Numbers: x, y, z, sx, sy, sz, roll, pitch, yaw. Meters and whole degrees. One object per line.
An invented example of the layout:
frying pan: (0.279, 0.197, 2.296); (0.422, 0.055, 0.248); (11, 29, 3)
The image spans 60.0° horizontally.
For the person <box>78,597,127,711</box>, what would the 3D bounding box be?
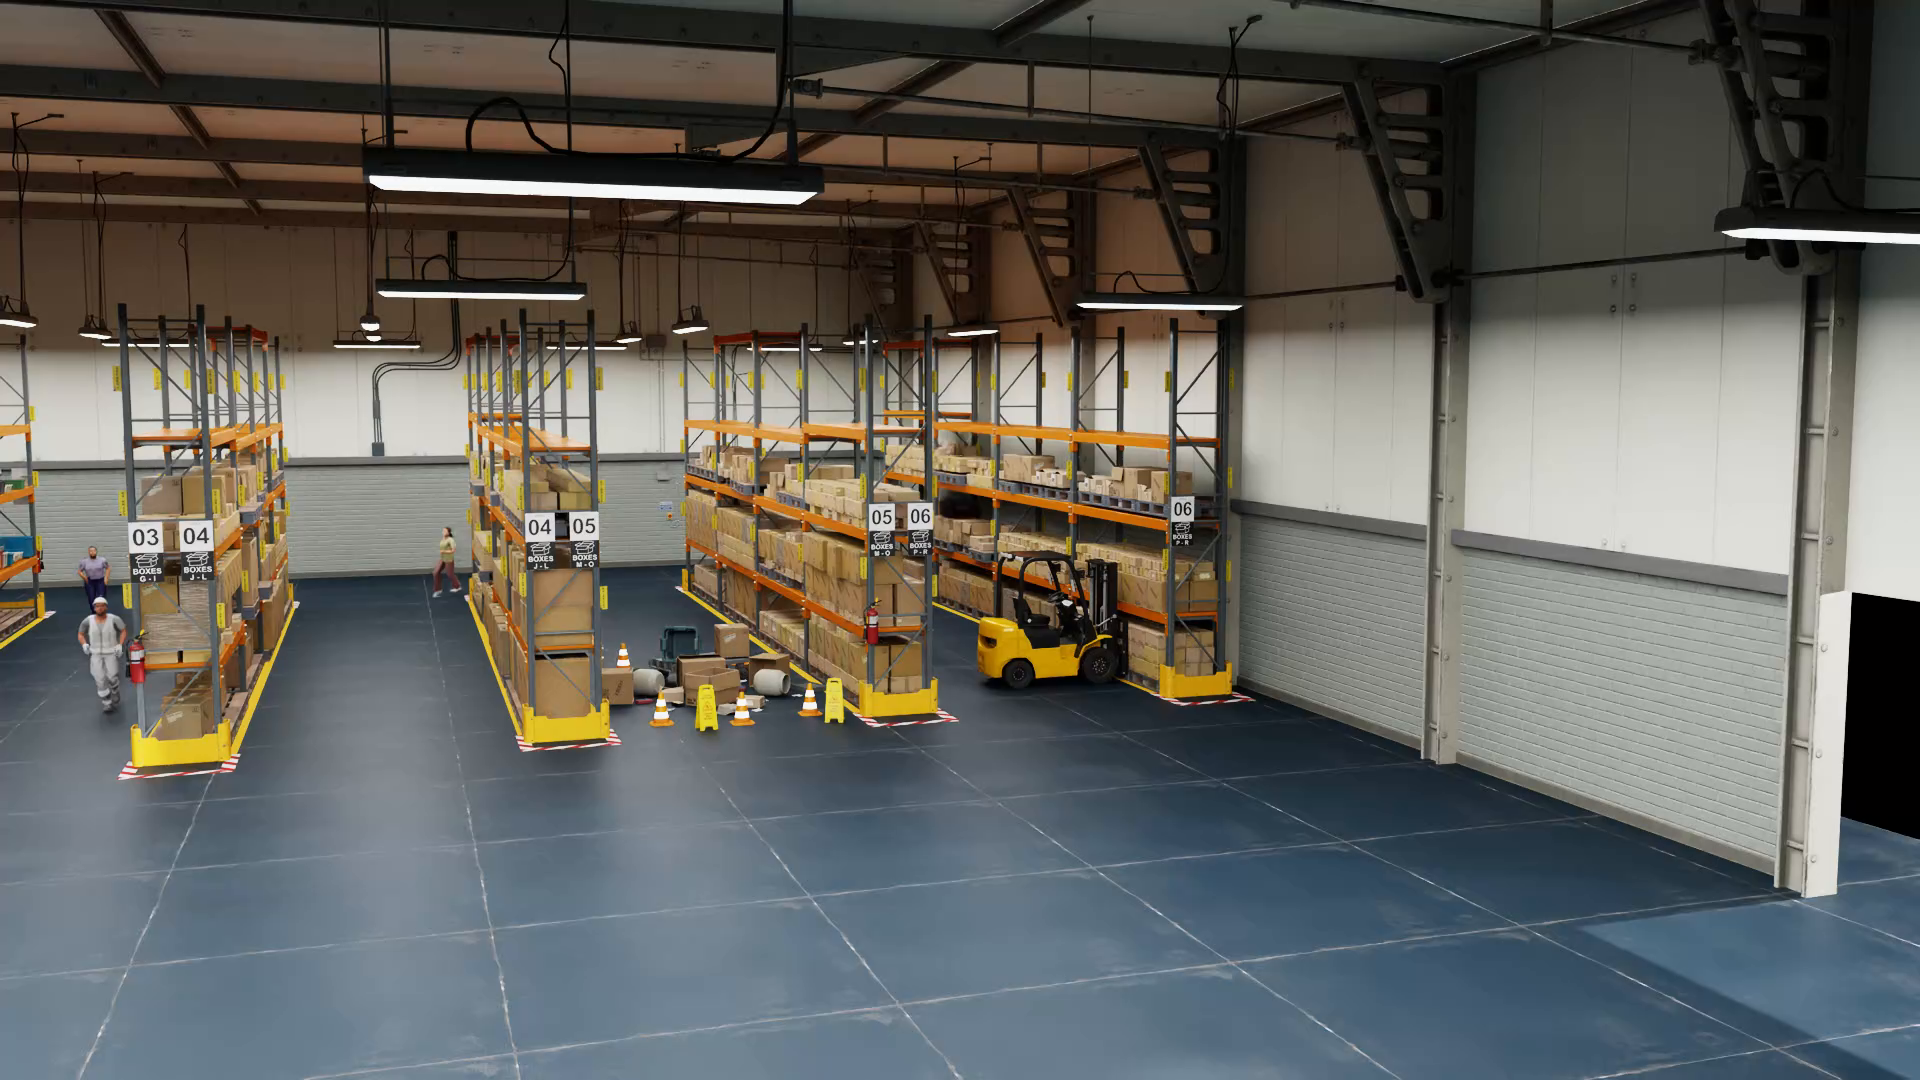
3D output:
person: (-13.074, 1.730, 25.349); (0.663, 1.745, 0.597); (-2, 6, -20)

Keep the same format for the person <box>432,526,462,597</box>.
person: (-11.897, 0.517, 38.871); (0.598, 1.716, 0.771); (4, 7, 37)

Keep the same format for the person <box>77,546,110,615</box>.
person: (-17.980, 0.930, 34.545); (0.609, 1.615, 0.540); (-3, 6, -26)
